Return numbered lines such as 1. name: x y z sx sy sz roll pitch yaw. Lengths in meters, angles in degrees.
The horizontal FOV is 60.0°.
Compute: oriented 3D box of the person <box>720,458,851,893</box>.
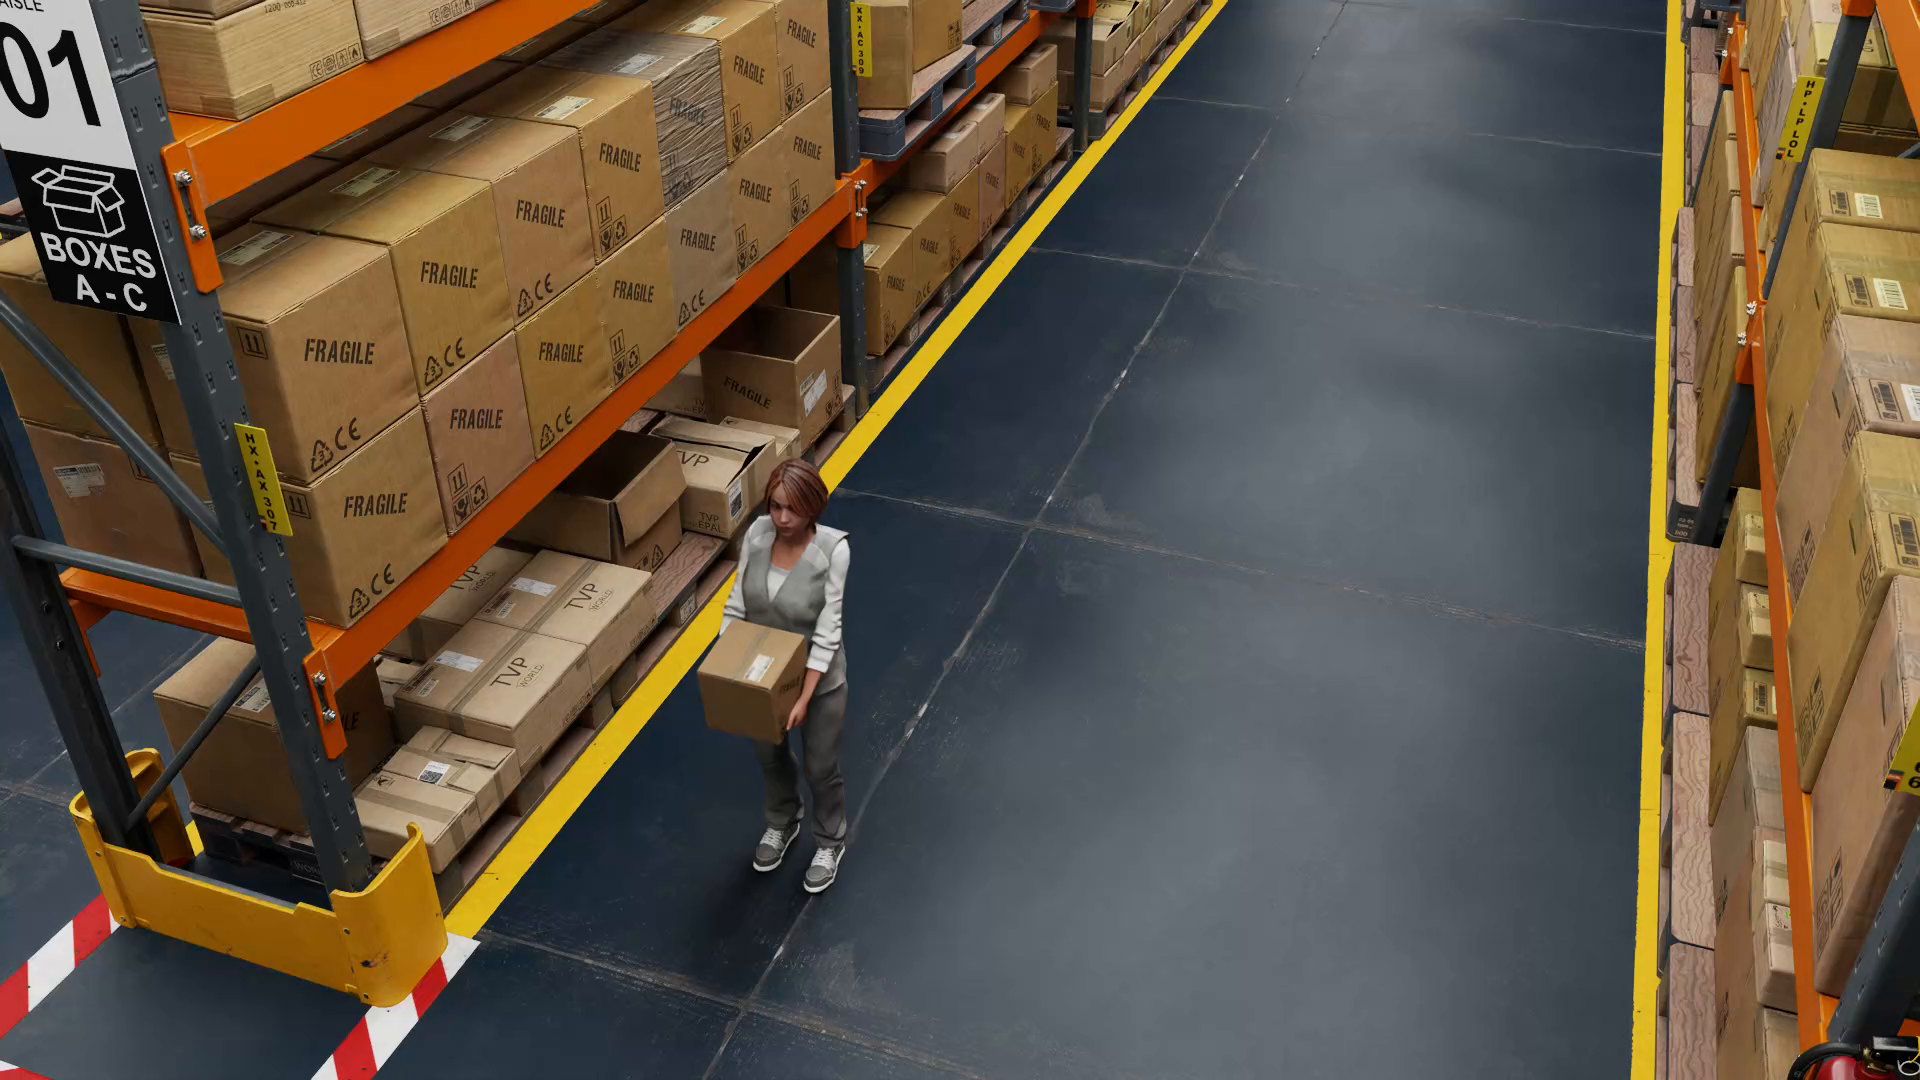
1. person: -0.571 0.491 5.419 0.405 1.594 0.489 12 36 17
